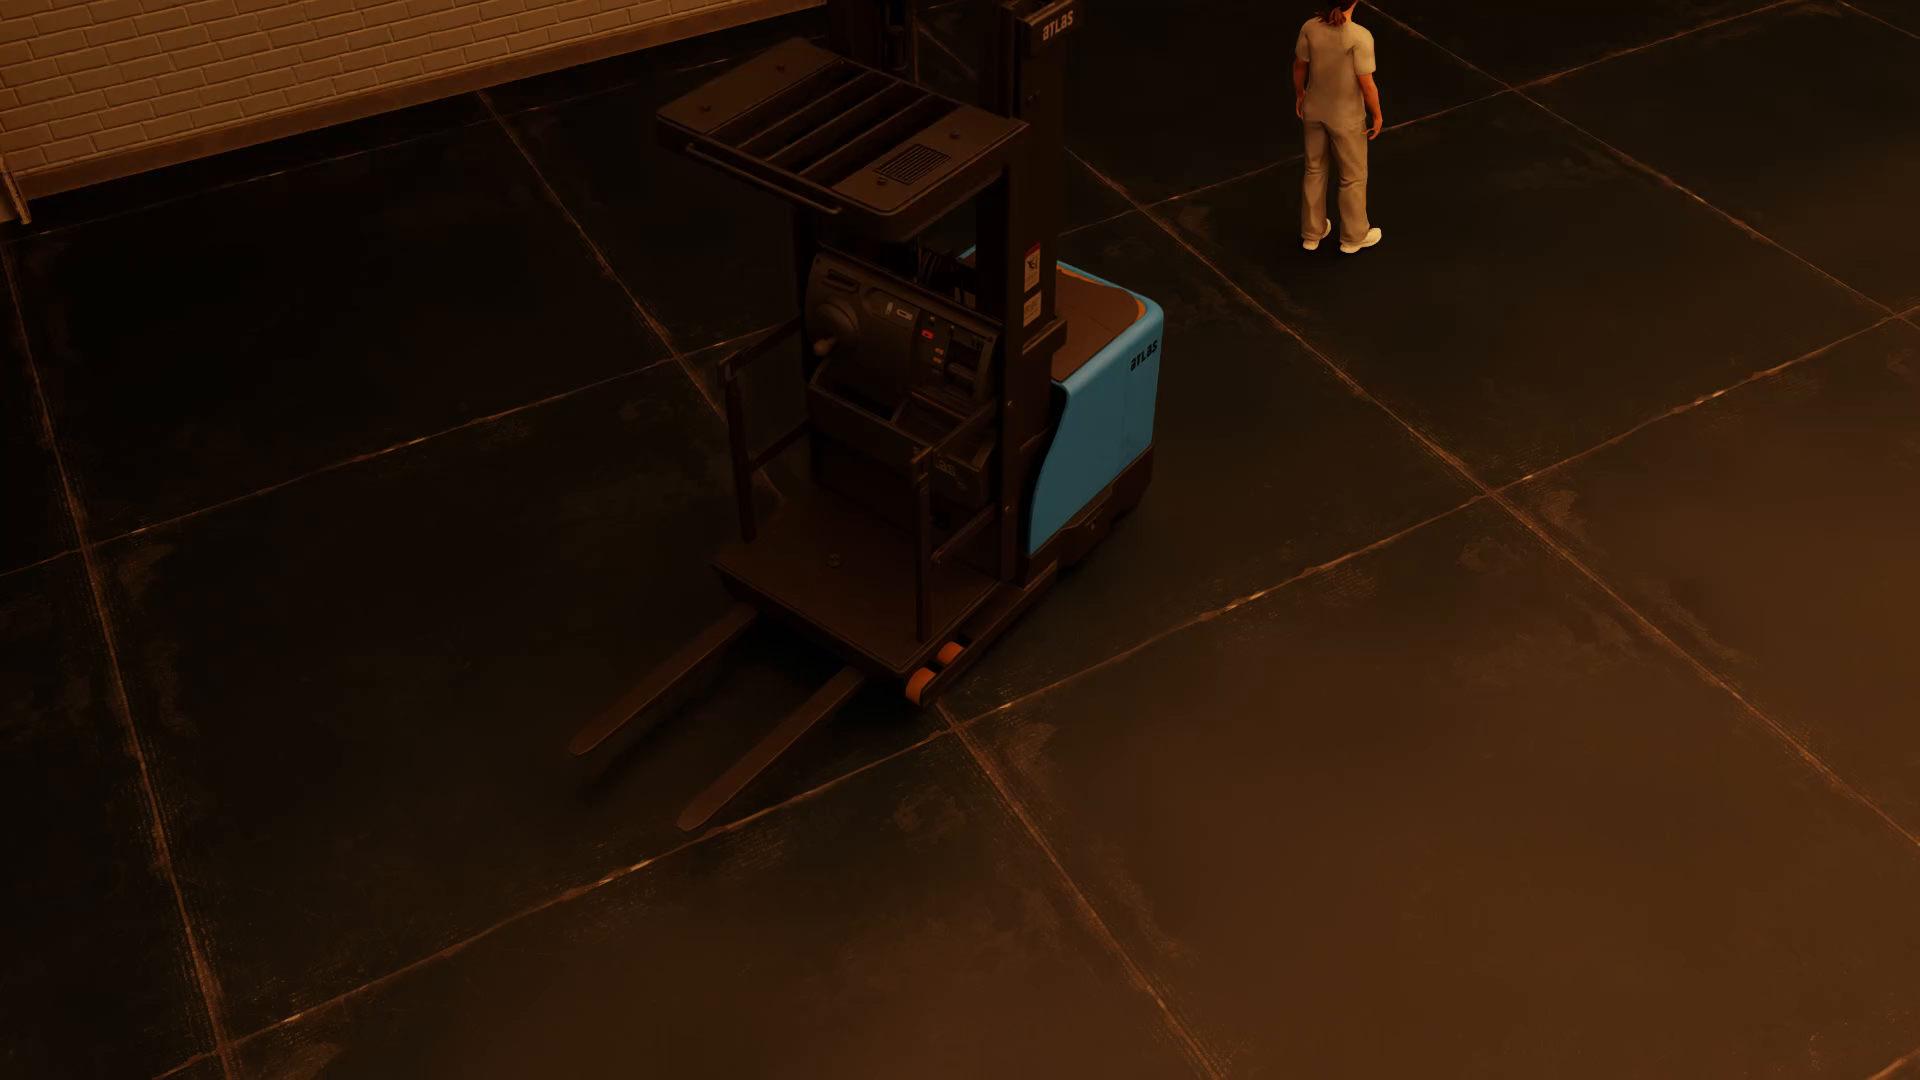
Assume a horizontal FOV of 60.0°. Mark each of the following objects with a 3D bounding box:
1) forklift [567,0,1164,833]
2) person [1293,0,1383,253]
[{"bbox_3d":[-0.375,-0.749,6.505,1.130,2.935,3.031,28,50,27],"label":"forklift"},{"bbox_3d":[2.100,-2.364,9.160,0.550,1.673,0.548,30,51,29],"label":"person"}]
